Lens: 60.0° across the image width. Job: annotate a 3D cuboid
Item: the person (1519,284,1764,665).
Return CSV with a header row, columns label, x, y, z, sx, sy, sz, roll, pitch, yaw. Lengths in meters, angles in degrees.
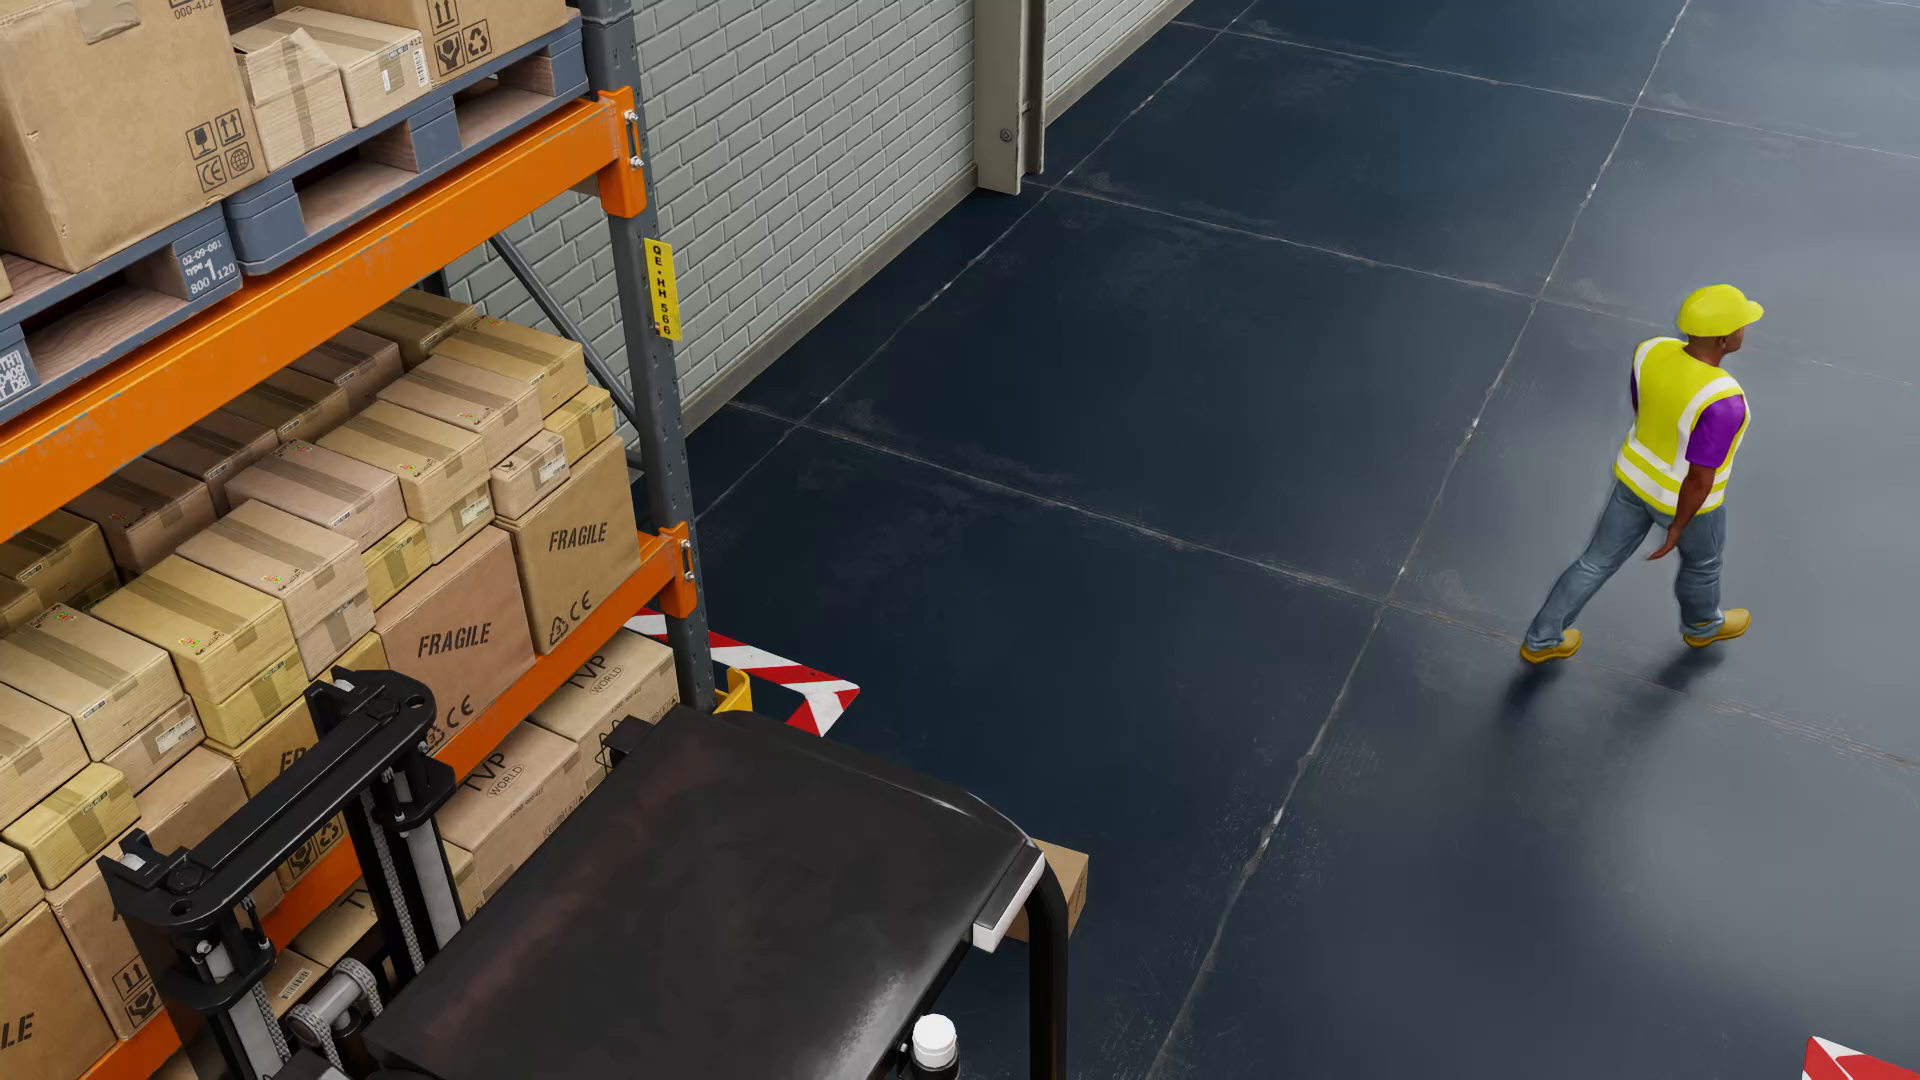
label,x,y,z,sx,sy,sz,roll,pitch,yaw
person,2.798,-0.245,6.445,1.043,1.717,0.435,-15,40,-19
